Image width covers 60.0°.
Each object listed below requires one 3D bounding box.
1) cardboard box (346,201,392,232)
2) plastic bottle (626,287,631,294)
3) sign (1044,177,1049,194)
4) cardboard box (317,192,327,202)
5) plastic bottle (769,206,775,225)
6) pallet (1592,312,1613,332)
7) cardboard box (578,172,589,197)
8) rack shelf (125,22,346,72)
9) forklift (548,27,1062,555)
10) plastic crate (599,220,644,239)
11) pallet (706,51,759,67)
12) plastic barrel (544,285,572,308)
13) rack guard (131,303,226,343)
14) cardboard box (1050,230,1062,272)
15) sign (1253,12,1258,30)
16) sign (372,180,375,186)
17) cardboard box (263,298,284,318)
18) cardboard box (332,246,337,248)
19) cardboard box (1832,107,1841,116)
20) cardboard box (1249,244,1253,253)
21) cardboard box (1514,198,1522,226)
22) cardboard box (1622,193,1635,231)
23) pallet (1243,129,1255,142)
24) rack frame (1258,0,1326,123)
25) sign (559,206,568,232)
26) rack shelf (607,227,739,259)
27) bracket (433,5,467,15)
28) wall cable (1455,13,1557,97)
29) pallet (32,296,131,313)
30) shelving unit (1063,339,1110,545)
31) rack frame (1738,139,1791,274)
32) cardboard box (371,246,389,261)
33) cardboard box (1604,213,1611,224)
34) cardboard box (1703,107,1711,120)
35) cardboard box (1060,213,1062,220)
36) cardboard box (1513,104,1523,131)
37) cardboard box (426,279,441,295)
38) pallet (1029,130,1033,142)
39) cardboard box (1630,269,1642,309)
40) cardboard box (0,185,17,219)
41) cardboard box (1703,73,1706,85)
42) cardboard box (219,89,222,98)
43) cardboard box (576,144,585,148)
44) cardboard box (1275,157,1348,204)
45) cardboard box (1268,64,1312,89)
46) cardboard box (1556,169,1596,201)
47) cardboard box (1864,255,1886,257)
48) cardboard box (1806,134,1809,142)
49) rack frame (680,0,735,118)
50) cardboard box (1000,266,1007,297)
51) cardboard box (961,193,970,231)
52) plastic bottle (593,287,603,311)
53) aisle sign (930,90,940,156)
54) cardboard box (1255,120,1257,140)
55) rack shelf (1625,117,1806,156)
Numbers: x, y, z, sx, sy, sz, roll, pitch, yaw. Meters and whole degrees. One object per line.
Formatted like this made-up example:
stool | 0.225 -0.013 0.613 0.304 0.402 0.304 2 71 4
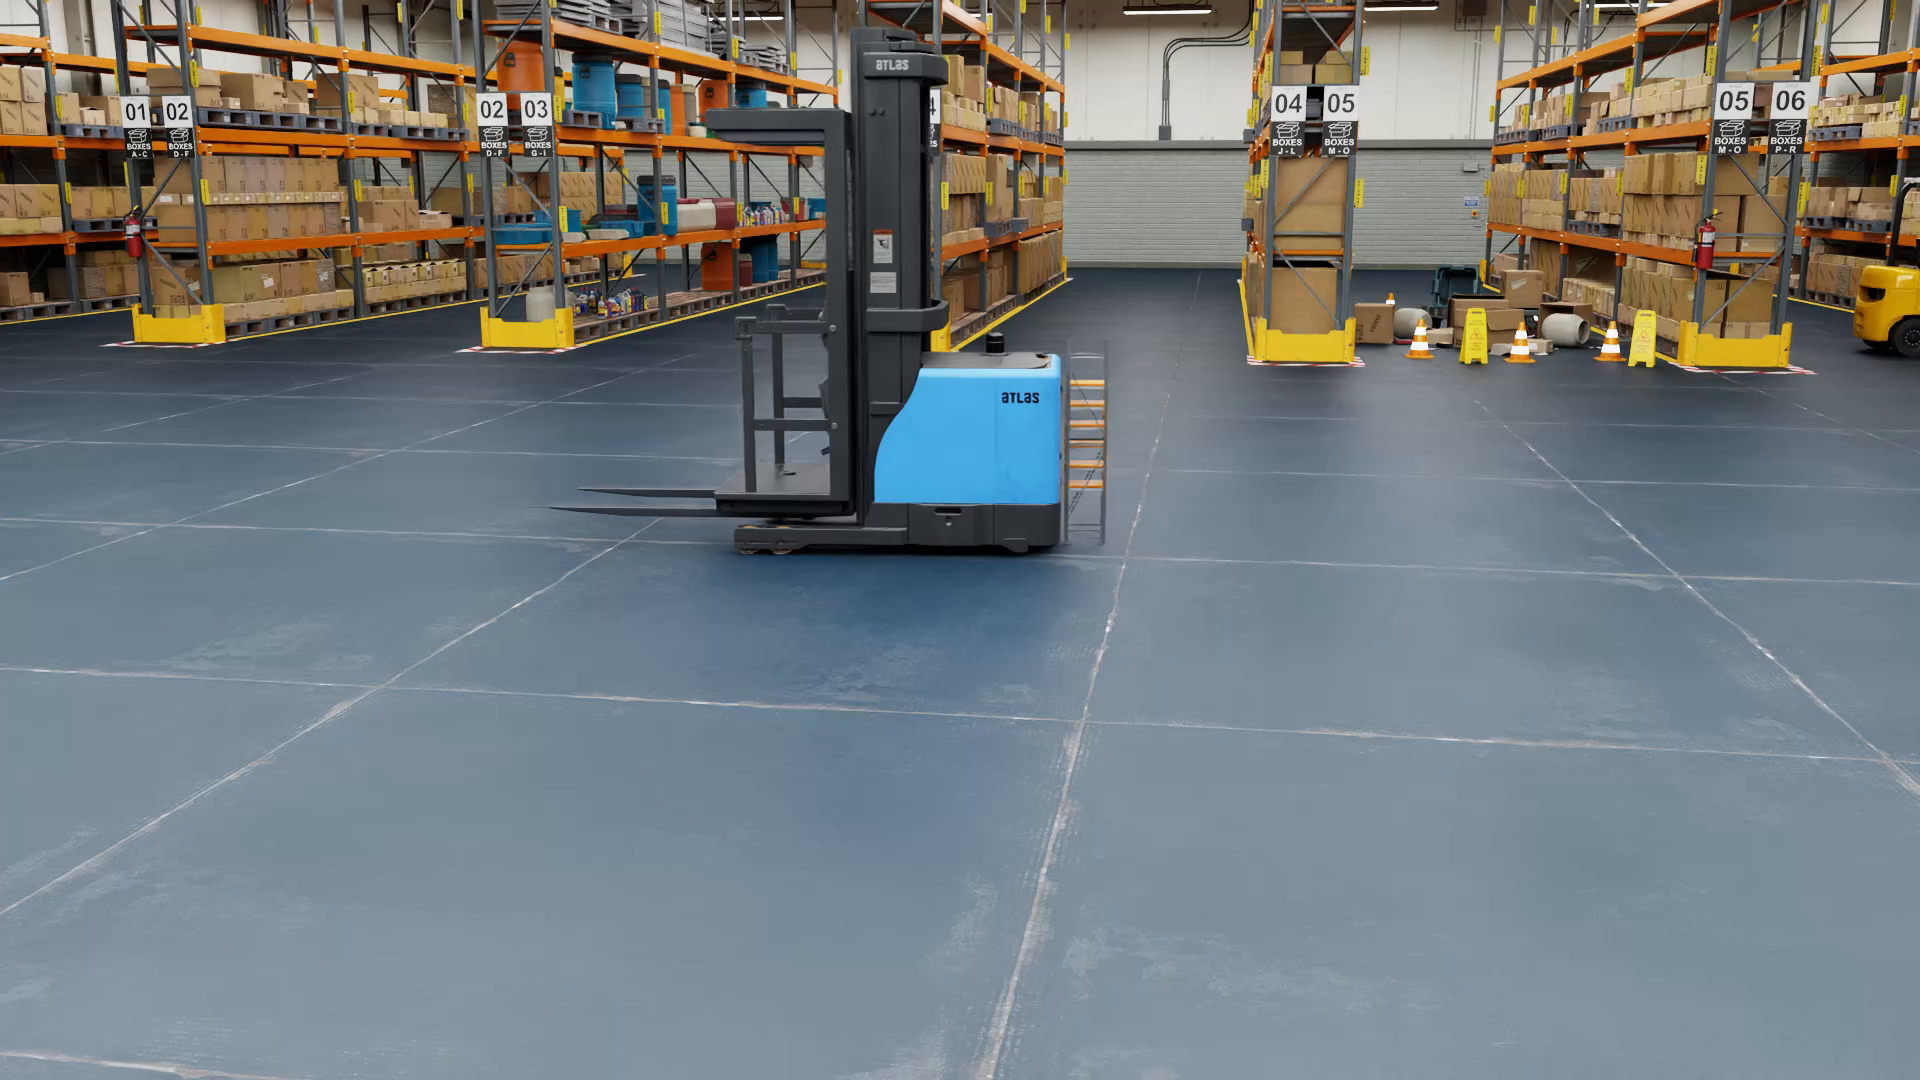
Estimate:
cardboard box | -9.685 -5.304 27.248 0.500 0.500 0.500 3 12 13
plastic bottle | -4.963 -3.606 24.851 0.144 0.351 0.185 2 12 9
sign | 1.655 -6.841 32.059 0.100 0.325 0.005 2 12 9
cardboard box | -9.809 -5.183 25.144 0.380 0.149 0.250 2 12 7
plastic bottle | -3.623 -6.226 31.879 0.144 0.351 0.185 2 12 9
pallet | 9.798 -3.142 24.073 1.003 0.211 1.213 2 12 9
cardboard box | -8.161 -7.493 35.029 0.500 0.500 0.500 2 12 7
rack shelf | -10.208 -6.955 23.564 1.077 0.370 4.000 2 12 9
forklift | -0.908 -1.458 9.801 3.031 2.935 1.130 1 12 4
plastic crate | -4.909 -4.513 24.168 0.499 0.251 0.616 2 12 9
pallet | -4.250 -8.452 29.248 1.213 0.211 1.003 2 12 9
plastic barrel | -5.519 -3.225 22.747 0.421 0.512 0.421 0 12 0
rack guard | -10.519 -2.927 22.386 1.175 0.500 0.348 2 12 9
cardboard box | 1.713 -6.193 35.658 0.875 0.875 0.875 2 12 9
sign | 5.470 -9.597 30.762 0.100 0.325 0.005 2 12 9
sign | -13.498 -8.125 38.332 0.100 0.325 0.005 2 12 9
cardboard box | -10.063 -3.327 23.843 0.500 0.250 0.500 2 12 9
cardboard box | -13.449 -6.405 35.990 0.380 0.149 0.250 1 12 7
cardboard box | 15.271 -7.380 28.654 0.380 0.149 0.250 2 12 8
cardboard box | 5.628 -5.353 30.867 0.500 0.250 0.500 1 12 6
cardboard box | 10.729 -6.162 31.230 0.500 0.500 0.500 2 12 9
cardboard box | 9.336 -4.455 22.602 0.500 0.500 0.500 2 12 8
pallet | 5.646 -7.181 29.522 1.213 0.211 1.003 2 12 9
rack frame | 5.388 -8.248 26.905 1.000 3.000 0.127 2 12 9
sign | -5.079 -4.109 21.282 0.100 0.325 0.005 2 12 9
rack shelf | -4.699 -4.890 27.269 1.077 0.370 4.000 2 12 9
bracket | -12.702 -13.372 42.135 0.076 0.066 3.189 2 12 9
wall cable | 12.864 -10.942 39.407 2.355 3.000 0.029 2 12 9
pallet | -14.678 -3.945 27.797 1.003 0.211 1.213 2 12 9
shelving unit | 0.744 -0.575 9.814 0.258 1.200 0.189 0 12 2
rack frame | 16.430 -6.681 33.876 1.000 3.000 0.127 2 12 9
cardboard box | -13.113 -6.269 36.901 0.700 0.500 0.500 1 12 7
cardboard box | 9.548 -4.651 24.054 0.380 0.149 0.250 2 12 8
cardboard box | 8.843 -4.938 19.261 0.380 0.149 0.250 2 12 9
cardboard box | 1.965 -6.901 35.490 0.380 0.149 0.250 2 12 9
cardboard box | 11.067 -8.196 32.312 0.500 0.500 0.500 2 12 10
cardboard box | -9.281 -4.351 28.591 0.500 0.250 0.500 2 12 10
pallet | 0.718 -7.240 29.795 1.003 0.211 1.213 2 12 11
cardboard box | 9.251 -3.345 22.145 0.500 0.500 0.500 2 12 11
cardboard box | -14.722 -5.132 25.215 0.500 0.500 0.500 2 12 7
cardboard box | 8.902 -5.376 19.404 0.380 0.149 0.250 2 12 10
cardboard box | -10.514 -6.214 23.470 0.500 0.311 0.500 3 13 15
cardboard box | -8.192 -8.346 34.835 0.500 0.250 0.500 2 12 9
cardboard box | 4.253 -4.327 20.033 0.875 0.550 0.550 2 12 9
cardboard box | 3.957 -5.554 19.938 0.500 0.250 0.500 2 12 9
cardboard box | 10.116 -5.830 27.314 0.500 0.500 0.500 2 12 7
cardboard box | 15.870 -4.848 28.764 0.380 0.149 0.250 2 12 10
cardboard box | 15.578 -7.277 30.114 0.380 0.149 0.250 2 12 8
rack frame | -4.392 -8.590 28.493 1.000 3.000 0.127 2 12 9
cardboard box | 0.419 -4.350 27.948 0.700 0.500 0.500 1 12 6
cardboard box | -0.332 -4.557 23.074 0.875 0.500 0.500 2 12 9
plastic bottle | -5.398 -3.586 24.755 0.144 0.351 0.185 2 12 9
aisle sign | -0.441 -5.080 20.274 0.394 0.787 0.004 2 12 9
cardboard box | 5.289 -7.062 28.286 0.500 0.500 0.500 2 12 9
rack shelf | 9.372 -5.042 20.855 1.077 0.370 4.000 2 12 9
